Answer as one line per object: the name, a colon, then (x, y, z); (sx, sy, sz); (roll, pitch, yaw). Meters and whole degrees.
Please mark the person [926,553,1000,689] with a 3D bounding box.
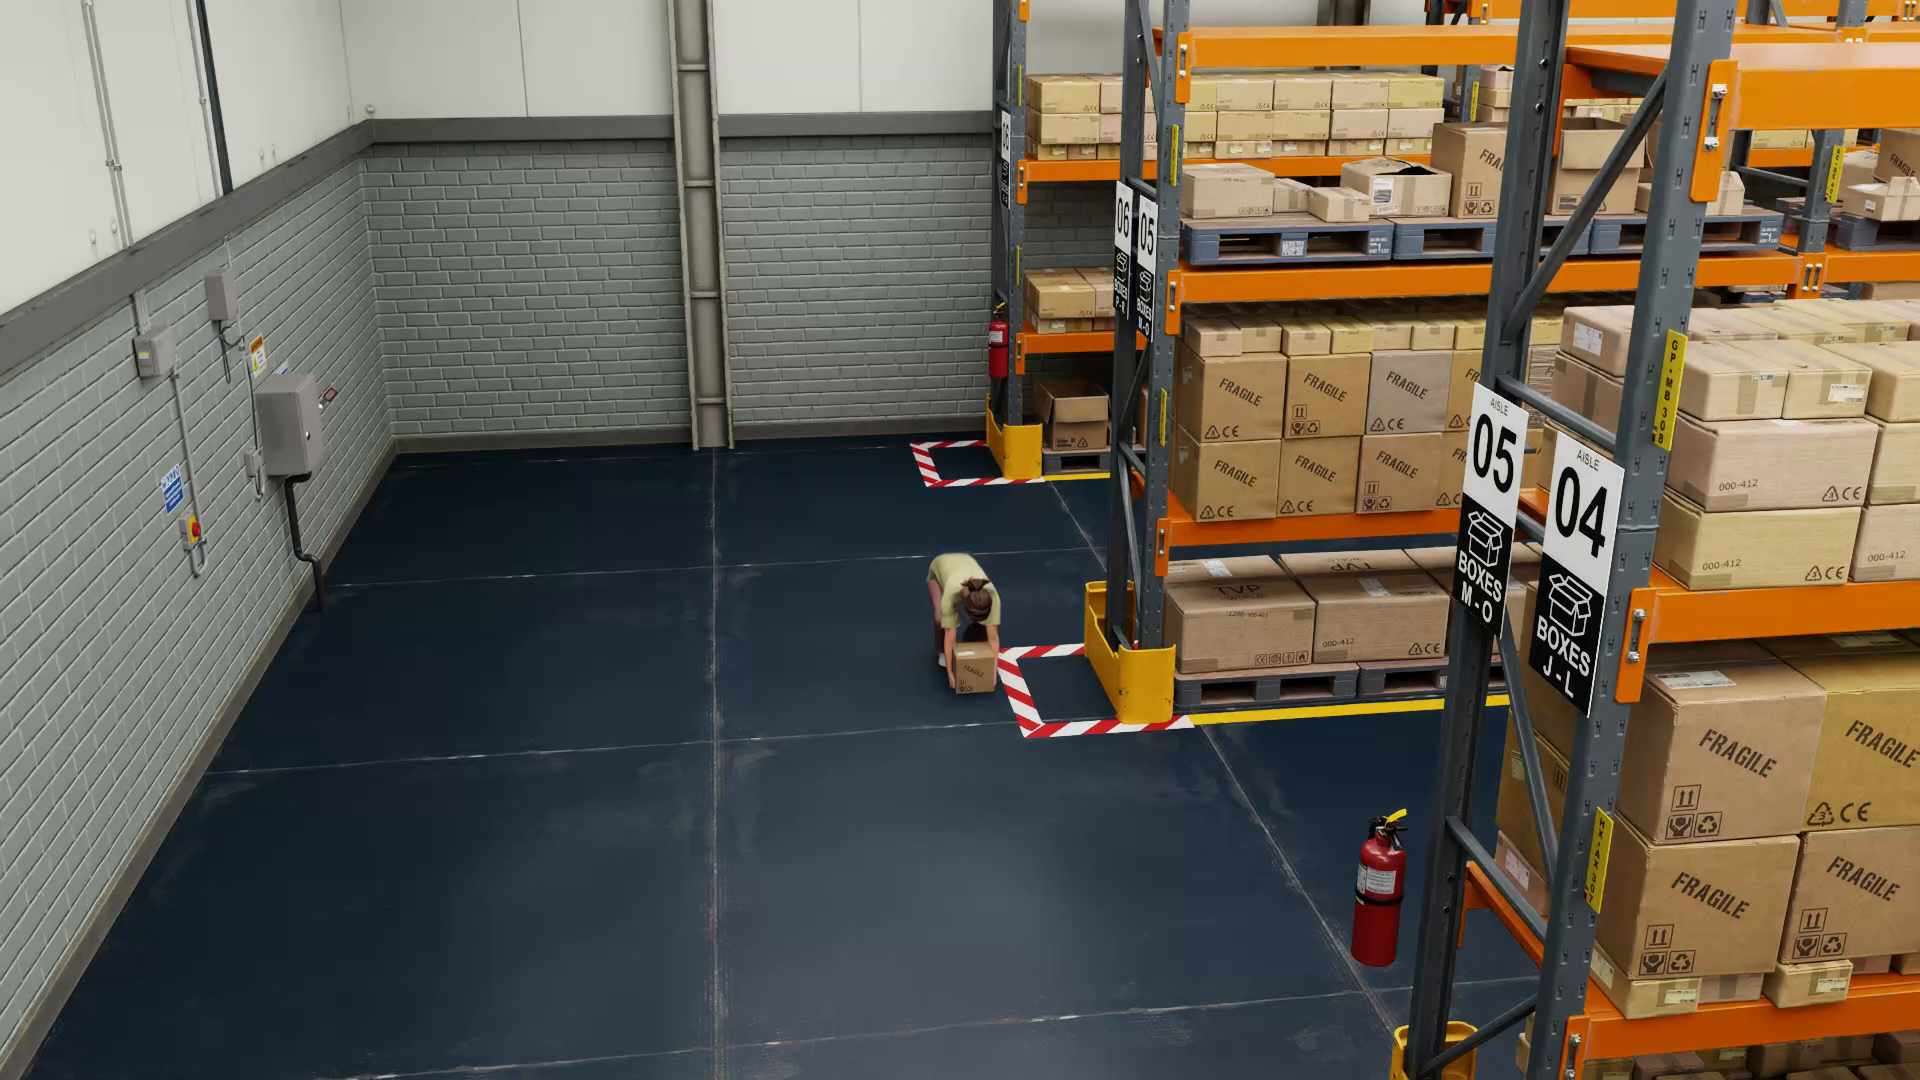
person: (0.035, 0.508, 11.074); (0.454, 0.754, 0.867); (-4, 21, -12)
